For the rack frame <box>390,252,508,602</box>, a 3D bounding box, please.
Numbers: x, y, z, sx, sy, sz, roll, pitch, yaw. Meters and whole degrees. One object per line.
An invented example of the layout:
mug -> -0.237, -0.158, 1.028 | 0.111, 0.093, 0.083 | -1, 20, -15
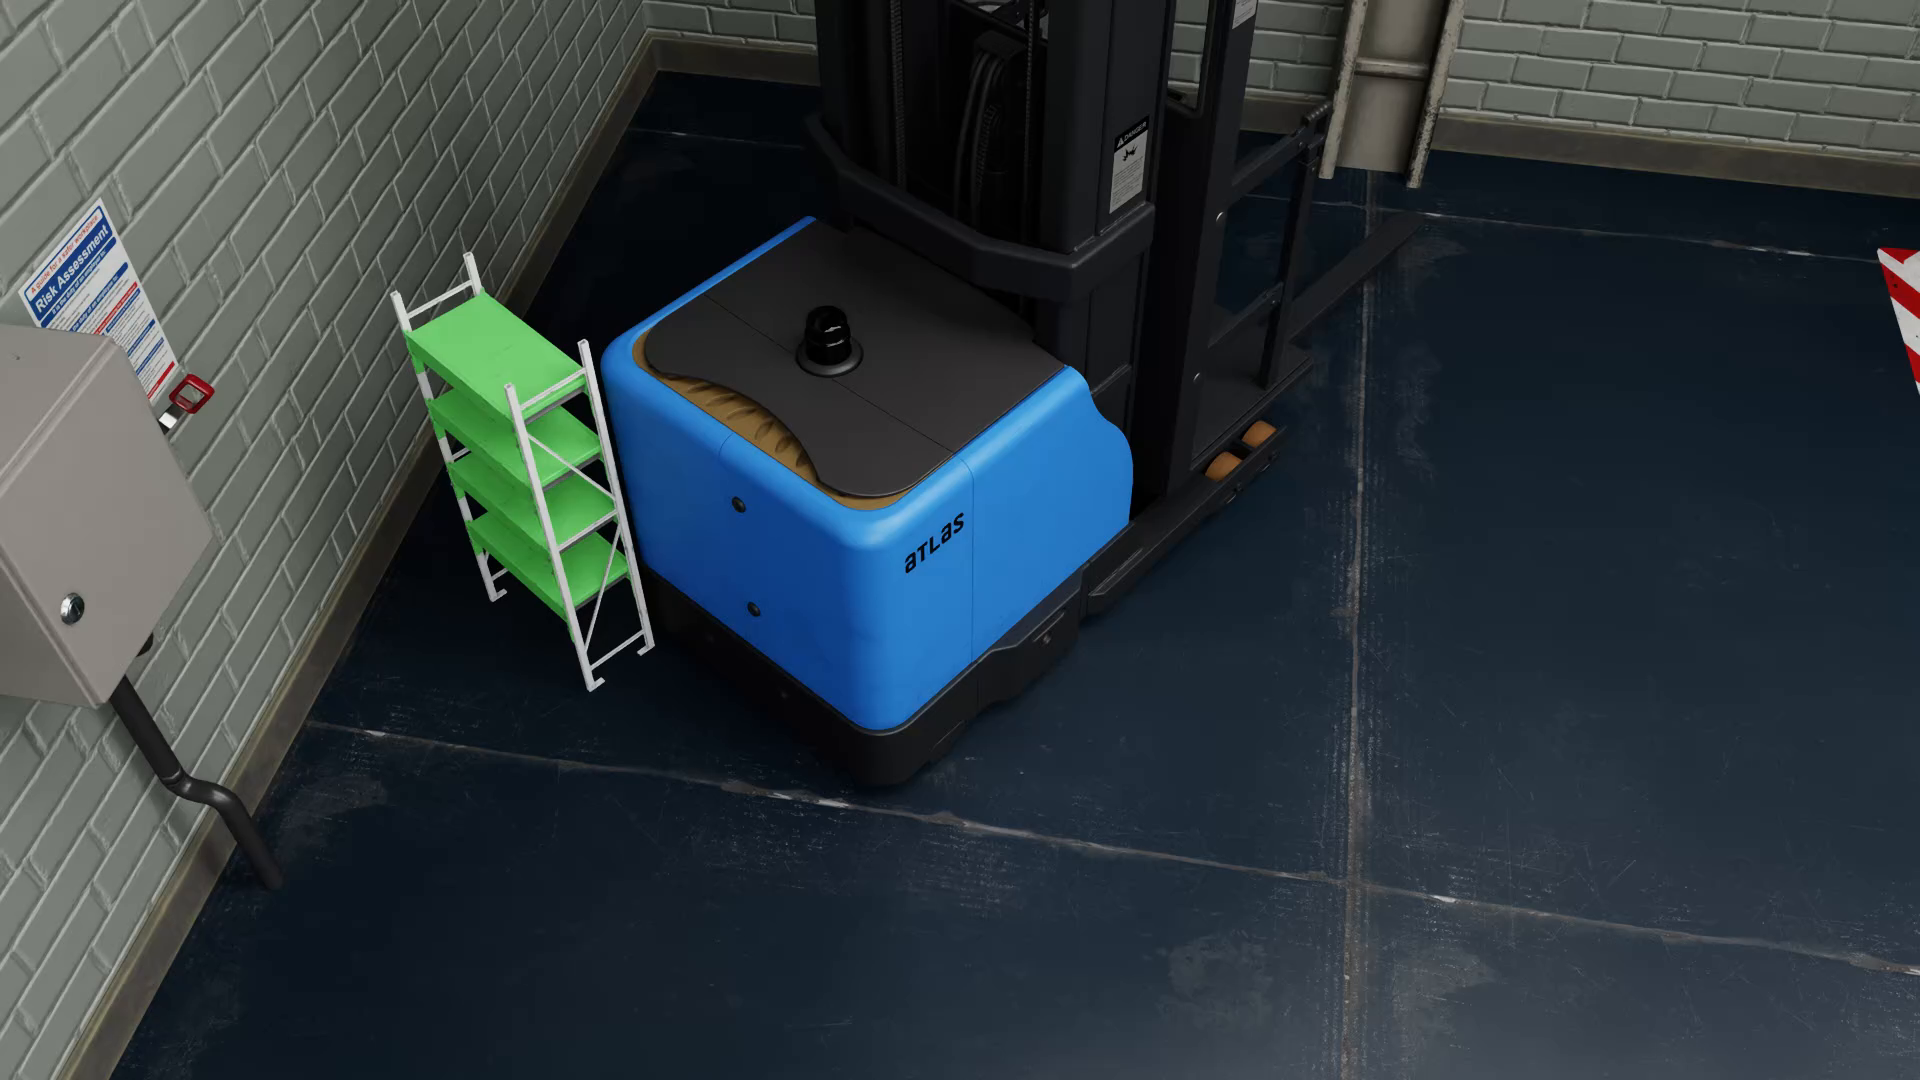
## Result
rack frame -> -1.349, -0.279, 4.694 | 0.015, 1.200, 0.240 | 36, 57, 28

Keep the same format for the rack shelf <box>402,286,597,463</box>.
rack shelf -> -1.175, -0.430, 4.270 | 0.480, 0.148, 0.258 | 36, 57, 28

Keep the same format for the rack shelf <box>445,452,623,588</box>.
rack shelf -> -1.175, -0.109, 4.628 | 0.480, 0.148, 0.258 | 36, 57, 28

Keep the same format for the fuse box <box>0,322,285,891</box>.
fuse box -> -1.796, 0.321, 3.811 | 0.414, 1.711, 0.539 | 8, 49, 7

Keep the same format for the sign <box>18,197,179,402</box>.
sign -> -1.912, -0.466, 3.716 | 0.001, 0.494, 0.329 | 8, 49, 7

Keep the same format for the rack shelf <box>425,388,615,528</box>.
rack shelf -> -1.175, -0.270, 4.449 | 0.480, 0.148, 0.258 | 36, 57, 28

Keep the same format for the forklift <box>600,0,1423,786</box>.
forklift -> 0.416, -1.325, 4.470 | 1.130, 2.935, 3.031 | 34, 56, 26

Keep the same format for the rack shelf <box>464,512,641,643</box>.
rack shelf -> -1.175, 0.051, 4.806 | 0.480, 0.148, 0.258 | 36, 57, 28

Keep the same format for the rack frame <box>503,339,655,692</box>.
rack frame -> -1.000, -0.025, 4.466 | 0.015, 1.200, 0.240 | 36, 57, 28

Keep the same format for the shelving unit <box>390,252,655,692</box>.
shelving unit -> -1.175, -0.152, 4.580 | 0.503, 1.200, 0.258 | 36, 57, 28

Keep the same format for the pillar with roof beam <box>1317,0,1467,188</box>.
pillar with roof beam -> 0.860, -1.366, 0.428 | 0.400, 9.000, 9.100 | 8, 49, 7
